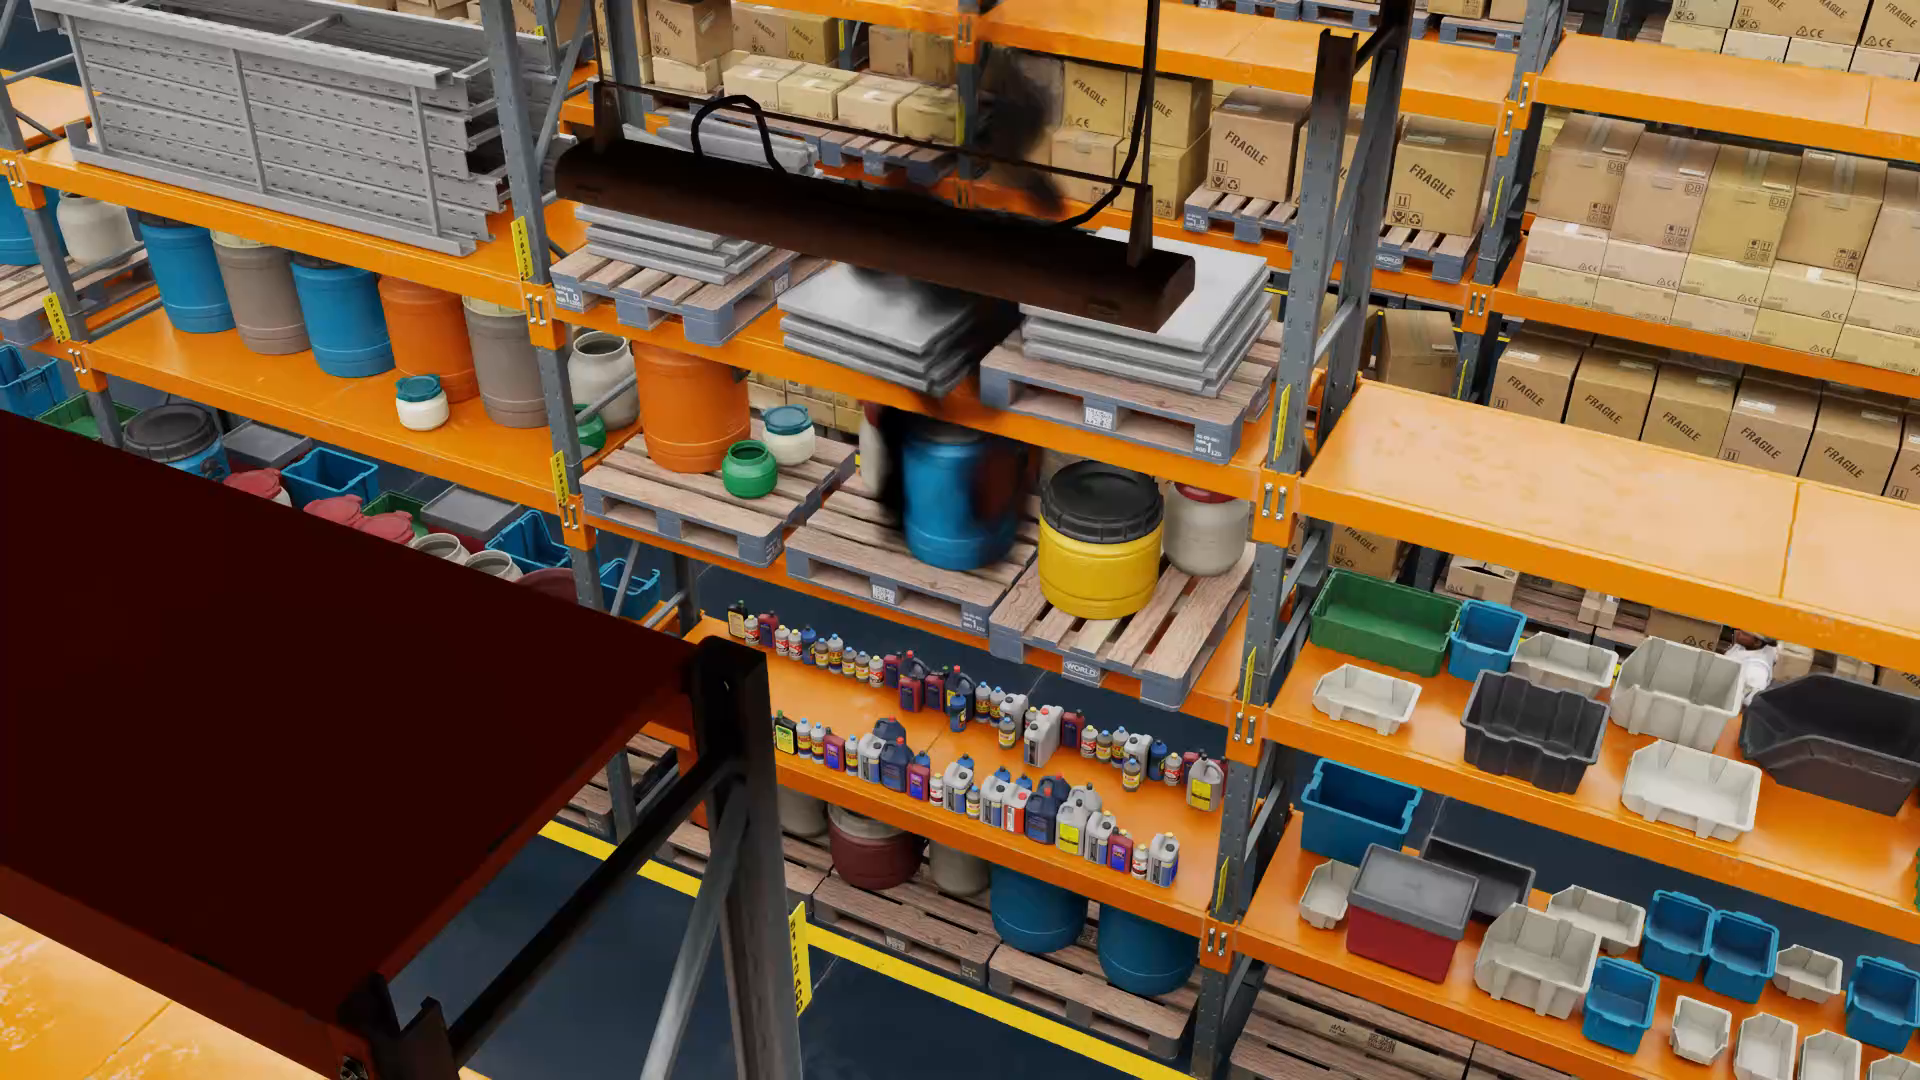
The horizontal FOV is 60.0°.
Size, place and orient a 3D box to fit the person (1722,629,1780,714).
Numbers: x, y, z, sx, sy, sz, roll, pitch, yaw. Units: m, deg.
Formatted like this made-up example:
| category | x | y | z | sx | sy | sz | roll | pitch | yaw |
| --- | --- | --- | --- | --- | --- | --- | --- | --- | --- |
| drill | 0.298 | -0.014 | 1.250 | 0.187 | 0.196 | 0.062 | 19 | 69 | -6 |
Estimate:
| category | x | y | z | sx | sy | sz | roll | pitch | yaw |
| --- | --- | --- | --- | --- | --- | --- | --- | --- | --- |
| person | 5.015 | 1.149 | 10.750 | 0.848 | 1.698 | 0.594 | 10 | 36 | 14 |
